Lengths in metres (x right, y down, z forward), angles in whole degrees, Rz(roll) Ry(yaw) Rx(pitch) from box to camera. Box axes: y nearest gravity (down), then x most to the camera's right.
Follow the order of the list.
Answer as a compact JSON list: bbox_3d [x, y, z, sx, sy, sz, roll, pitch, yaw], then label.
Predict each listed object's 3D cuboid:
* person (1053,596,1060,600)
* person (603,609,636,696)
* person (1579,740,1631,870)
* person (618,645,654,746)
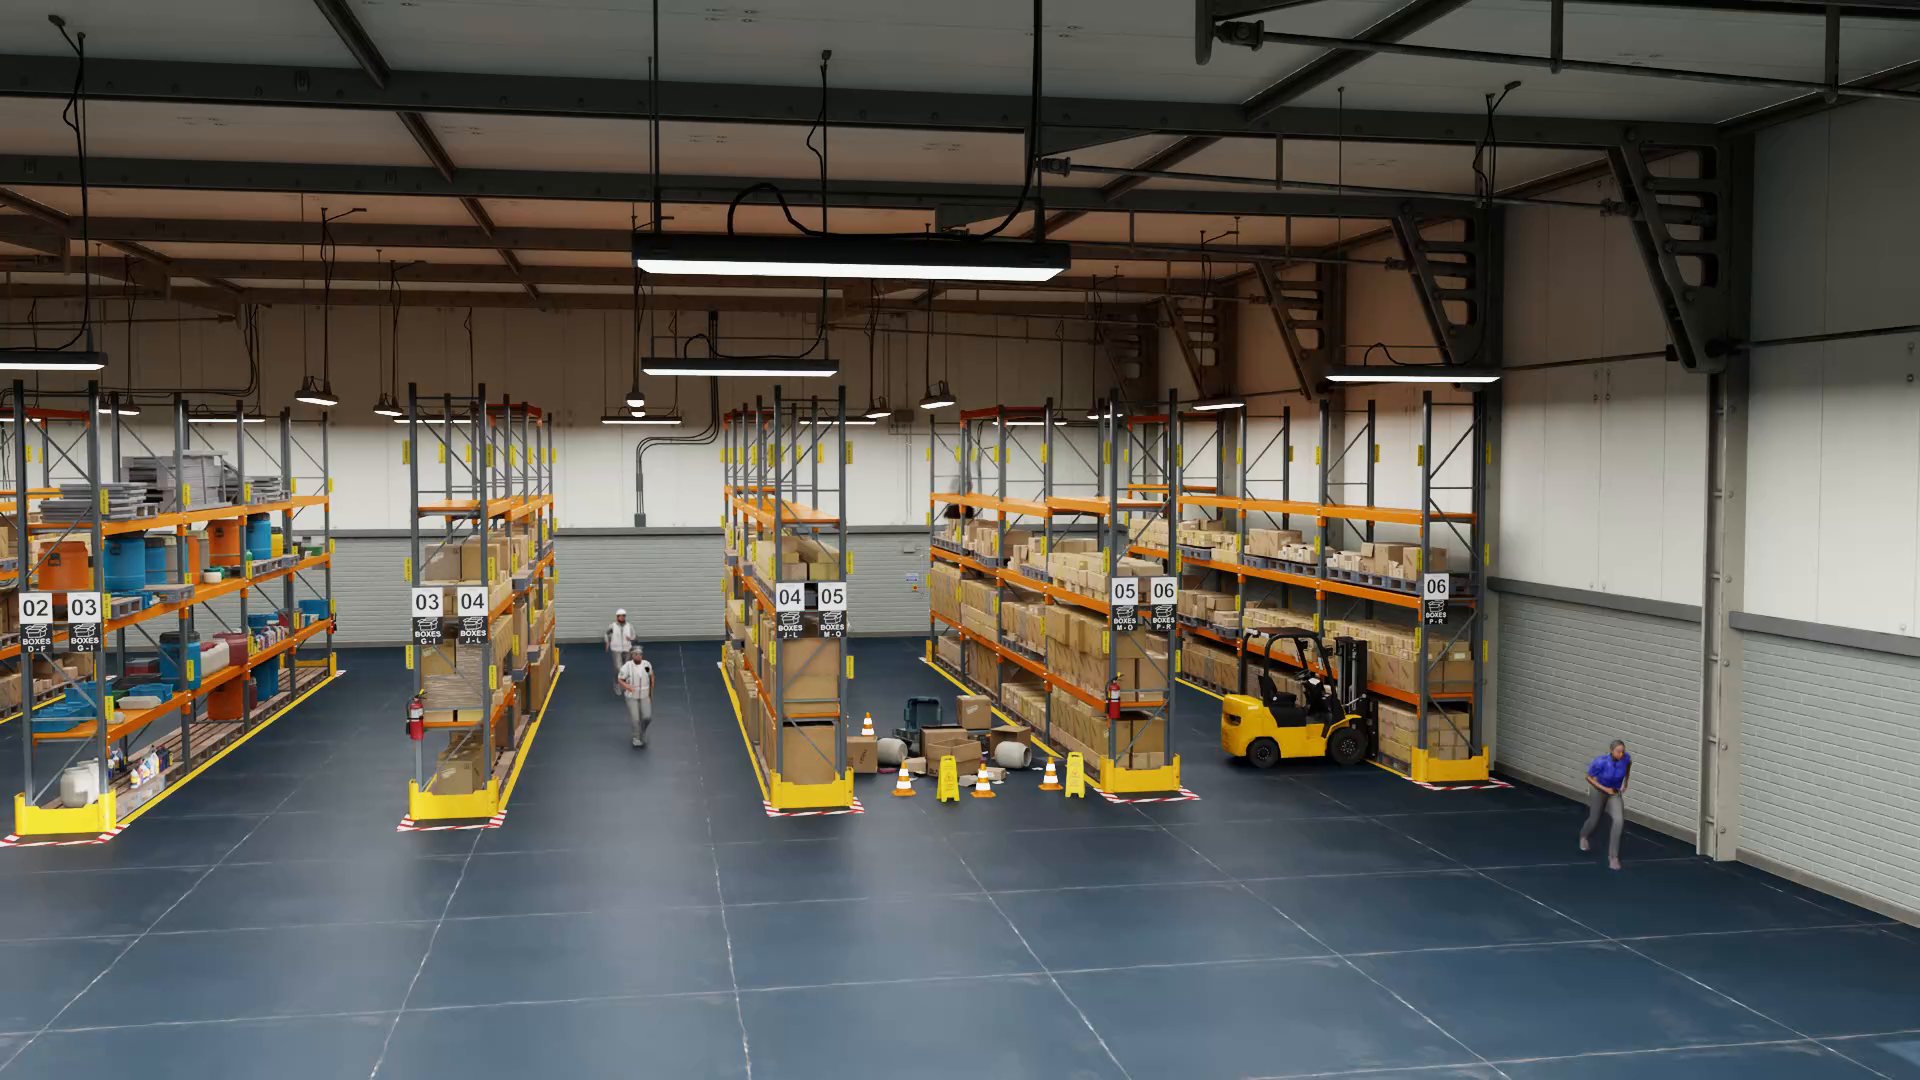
[{"bbox_3d":[2.078,2.047,36.826,0.580,1.693,0.864,-1,3,-16],"label":"person"},{"bbox_3d":[-7.112,2.355,34.887,0.628,1.825,0.755,-1,3,-27],"label":"person"},{"bbox_3d":[7.940,3.202,20.524,0.617,1.615,0.967,0,3,-7],"label":"person"},{"bbox_3d":[-5.535,2.679,28.575,0.660,1.747,0.584,-1,3,-24],"label":"person"}]
